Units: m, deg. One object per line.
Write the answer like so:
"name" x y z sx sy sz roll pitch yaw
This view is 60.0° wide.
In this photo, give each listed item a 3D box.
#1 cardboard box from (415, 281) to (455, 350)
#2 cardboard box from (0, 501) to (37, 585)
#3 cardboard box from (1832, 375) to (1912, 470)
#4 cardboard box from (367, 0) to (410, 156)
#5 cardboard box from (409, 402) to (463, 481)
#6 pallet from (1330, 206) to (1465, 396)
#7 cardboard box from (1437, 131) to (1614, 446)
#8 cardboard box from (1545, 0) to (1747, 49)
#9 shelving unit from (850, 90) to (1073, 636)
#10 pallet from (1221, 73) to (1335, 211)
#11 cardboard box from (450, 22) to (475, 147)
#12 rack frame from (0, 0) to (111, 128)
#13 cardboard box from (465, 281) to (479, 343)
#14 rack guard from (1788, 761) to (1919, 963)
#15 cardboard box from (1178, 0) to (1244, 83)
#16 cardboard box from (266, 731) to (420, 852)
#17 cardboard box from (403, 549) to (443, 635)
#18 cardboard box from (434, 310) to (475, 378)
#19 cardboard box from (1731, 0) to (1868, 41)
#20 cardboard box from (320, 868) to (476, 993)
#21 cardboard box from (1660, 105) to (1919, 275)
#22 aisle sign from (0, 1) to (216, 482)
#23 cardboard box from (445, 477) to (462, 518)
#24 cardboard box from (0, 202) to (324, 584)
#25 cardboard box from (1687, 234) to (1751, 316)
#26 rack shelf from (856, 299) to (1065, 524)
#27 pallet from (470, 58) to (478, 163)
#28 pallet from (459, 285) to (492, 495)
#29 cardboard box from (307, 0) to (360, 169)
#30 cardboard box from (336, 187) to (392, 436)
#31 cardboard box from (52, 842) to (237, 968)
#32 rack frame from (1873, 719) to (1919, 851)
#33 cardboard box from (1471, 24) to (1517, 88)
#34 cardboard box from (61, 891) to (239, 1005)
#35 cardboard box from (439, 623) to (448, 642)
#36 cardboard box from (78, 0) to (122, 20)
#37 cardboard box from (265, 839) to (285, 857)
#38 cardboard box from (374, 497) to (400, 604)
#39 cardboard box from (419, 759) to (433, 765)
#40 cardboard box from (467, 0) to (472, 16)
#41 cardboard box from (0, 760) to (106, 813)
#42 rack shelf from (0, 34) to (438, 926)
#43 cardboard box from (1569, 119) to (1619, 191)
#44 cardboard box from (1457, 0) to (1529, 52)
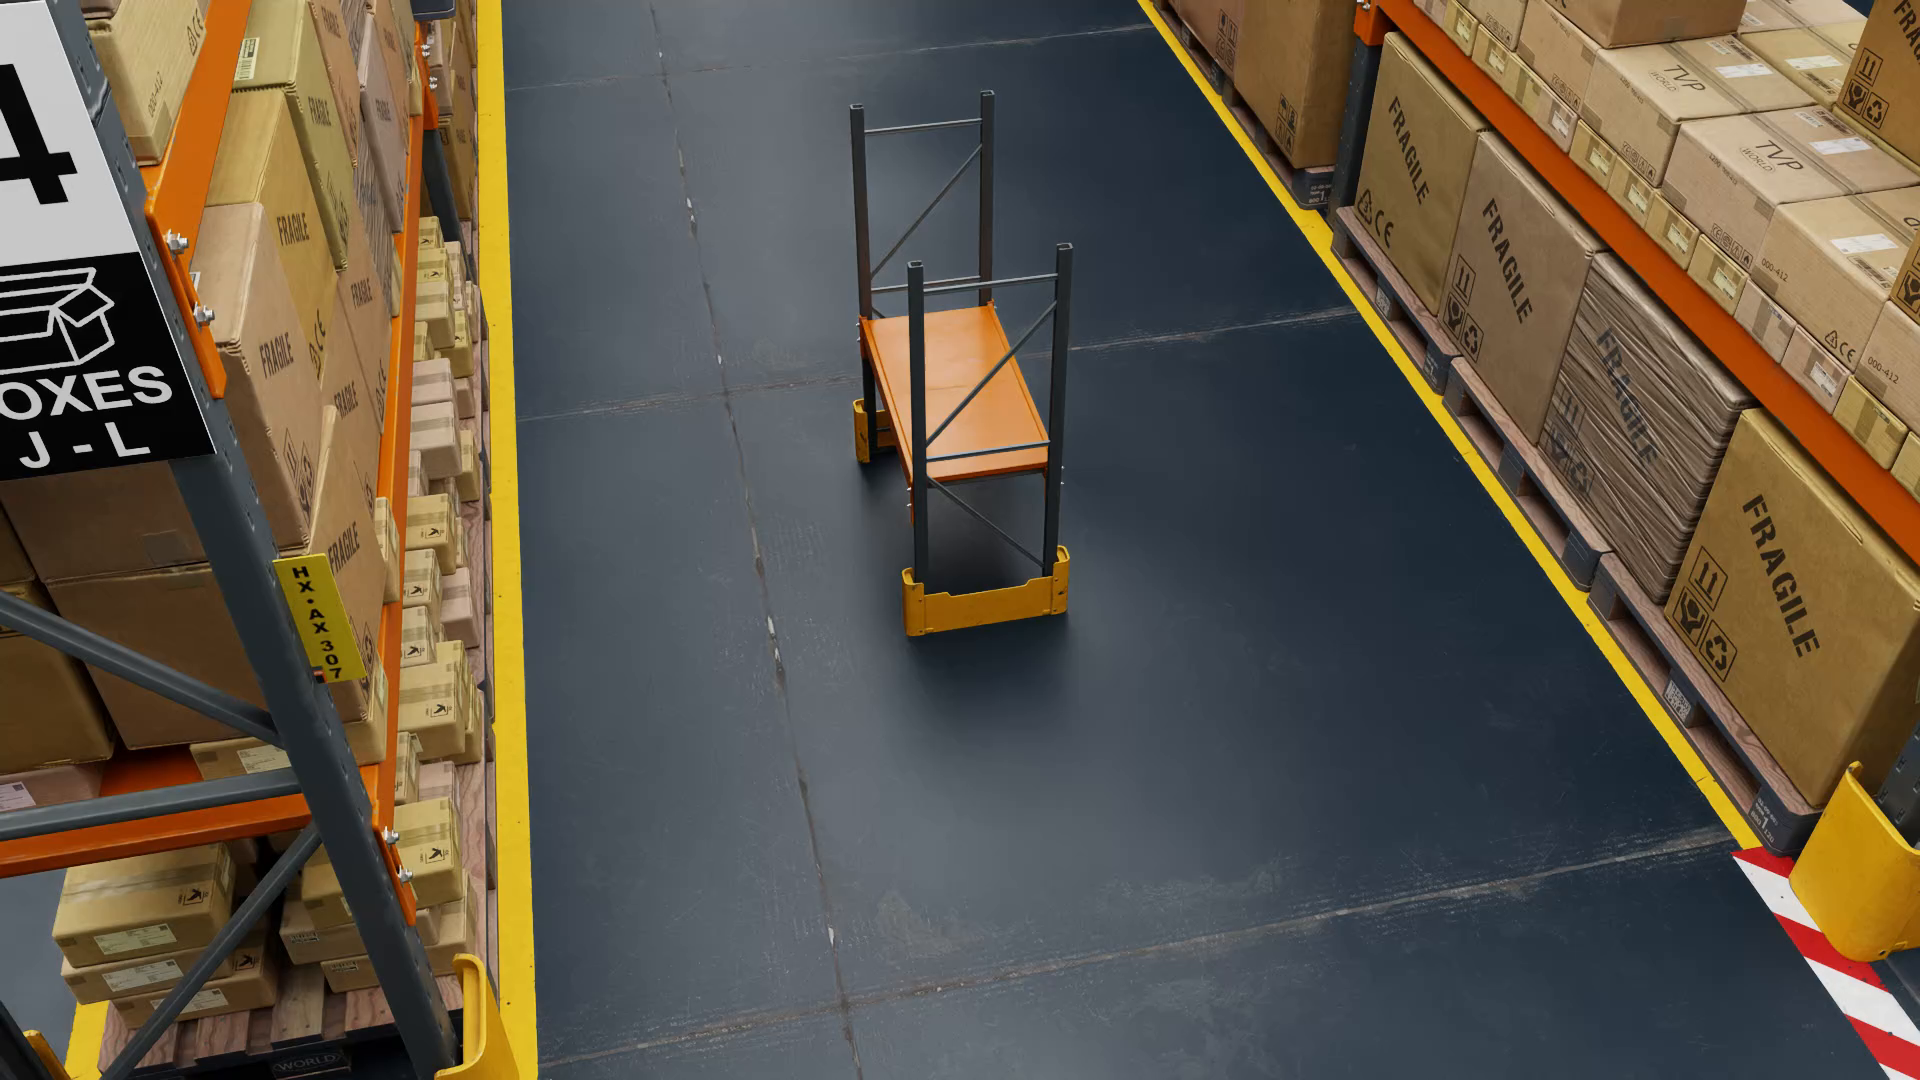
"cardboard box" -2.126 -0.837 6.316 0.380 0.149 0.250 -9 42 -10
"cardboard box" -2.090 -0.228 3.194 0.500 0.500 0.500 -9 42 -10
"cardboard box" 2.660 -0.347 4.571 0.380 0.149 0.250 -8 42 -9
"cardboard box" -2.121 -1.576 5.466 0.500 0.500 0.500 -9 42 -10
"cardboard box" -1.928 -0.322 5.736 0.380 0.149 0.250 -10 43 -11
"pallet" 2.341 -1.135 7.370 1.003 0.211 1.213 -8 42 -9
"cardboard box" 2.512 -1.022 6.426 0.875 0.875 0.875 -8 42 -9
"cardboard box" 2.322 -2.014 5.583 0.500 0.500 0.500 -10 42 -11
"shelving unit" -0.016 -0.610 5.808 0.587 1.500 1.083 -8 42 -9
"pallet" 2.013 -2.129 8.489 1.003 0.211 1.213 -8 42 -9
"cardboard box" -2.628 -2.119 7.944 0.500 0.500 0.500 -7 42 -7
"rack frame" -1.748 -1.688 1.373 1.000 3.000 0.127 -8 42 -9
"cardboard box" -2.195 -0.922 6.861 0.380 0.149 0.250 -8 42 -9
"rack guard" 3.122 0.861 4.903 1.175 0.500 0.348 -8 42 -9
"cardboard box" 1.902 -3.036 8.694 1.225 0.875 0.875 -10 43 -11
"cardboard box" -1.707 0.693 4.593 0.380 0.149 0.250 -8 42 -9
"cardboard box" -1.821 0.181 5.169 0.380 0.149 0.250 -7 42 -8
"cardboard box" -2.088 -0.735 6.426 0.380 0.149 0.250 -10 43 -11
"cardboard box" 2.829 -1.823 5.933 0.500 0.250 0.500 -8 42 -8
"cardboard box" -1.549 1.080 4.605 0.380 0.149 0.250 -8 42 -8
"cardboard box" 2.534 -1.079 5.095 0.500 0.250 0.500 -10 43 -11
"aisle sign" -1.440 -0.412 2.496 0.394 0.787 0.004 -8 42 -9
"cardboard box" -1.980 -0.073 5.904 0.380 0.149 0.250 -8 42 -8
"cardboard box" -1.586 -0.296 3.271 0.500 0.500 0.500 -9 42 -10
"cardboard box" 2.496 -0.841 5.127 0.380 0.149 0.250 -9 42 -10
"rack shelf" -0.018 -0.482 5.934 0.538 0.185 1.000 -8 42 -9
"pallet" -3.048 -2.291 8.672 1.003 0.211 1.213 -8 42 -9
"pallet" -2.432 -0.564 6.726 1.003 0.211 1.213 -8 42 -9
"cardboard box" -1.905 -1.292 4.393 0.500 0.500 0.500 -10 42 -11
"cardboard box" -1.809 -0.586 4.351 0.500 0.500 0.500 -8 42 -9
"cardboard box" -2.110 0.936 4.319 0.380 0.149 0.250 -8 42 -9
"rack frame" 3.116 -0.089 4.091 1.000 3.000 0.127 -8 42 -9
"cardboard box" 2.165 -1.837 6.250 0.380 0.149 0.250 -9 42 -10
"cardboard box" -2.141 1.053 4.412 0.380 0.149 0.250 -9 42 -10
"cardboard box" -1.842 0.429 5.339 0.380 0.149 0.250 -8 42 -9
"cardboard box" -1.592 -1.025 2.622 0.500 0.250 0.500 -8 42 -9
"cardboard box" -2.193 0.818 4.900 0.380 0.149 0.250 -9 42 -9
"cardboard box" -1.599 0.052 4.121 0.380 0.149 0.250 -9 42 -11
"cardboard box" -1.754 0.646 4.870 0.380 0.149 0.250 -8 42 -9
"cardboard box" -2.969 -3.126 9.078 0.500 0.500 0.500 -7 42 -8
"cardboard box" -2.095 0.479 3.640 0.380 0.149 0.250 -8 42 -9
"rack shelf" -2.180 -0.471 5.063 1.077 0.370 4.000 -8 42 -9
"cardboard box" 2.330 -1.338 5.688 0.380 0.149 0.250 -9 42 -11
"cardboard box" 2.201 -2.072 6.214 0.500 0.250 0.500 -9 42 -9
